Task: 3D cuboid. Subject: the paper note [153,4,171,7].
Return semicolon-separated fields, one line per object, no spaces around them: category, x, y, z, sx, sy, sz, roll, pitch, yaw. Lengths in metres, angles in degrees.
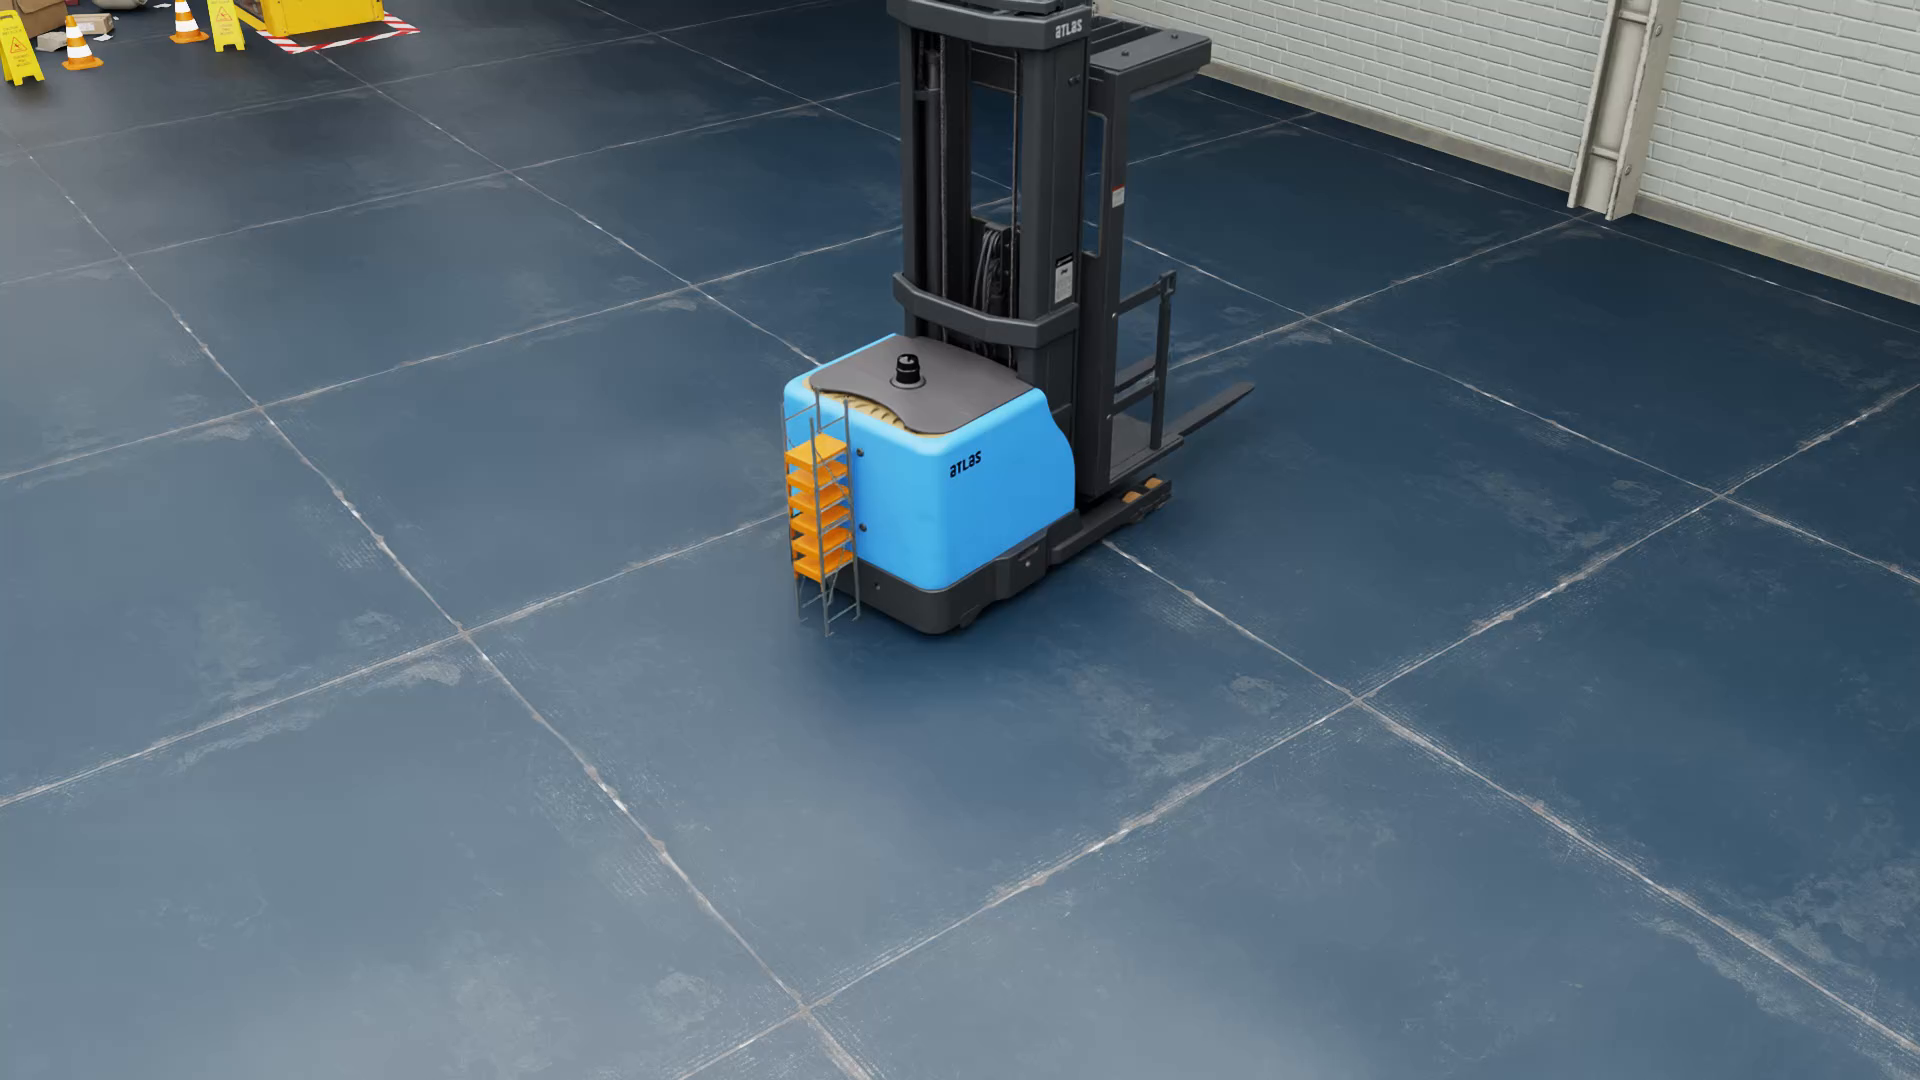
paper note;-8.671;-5.819;18.090;0.148;0.019;0.142;18;36;27

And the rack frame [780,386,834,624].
rack frame;-0.716;-0.147;7.842;0.006;1.200;0.240;24;41;33

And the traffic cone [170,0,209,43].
traffic cone;-7.886;-5.335;16.901;0.336;0.463;0.334;-22;38;-31

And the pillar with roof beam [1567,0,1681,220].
pillar with roof beam;1.559;-4.995;8.263;9.100;9.000;0.400;-22;38;-31

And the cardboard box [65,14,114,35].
cardboard box;-9.002;-5.332;17.194;0.380;0.149;0.250;-4;32;-7

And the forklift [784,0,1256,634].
forklift;0.496;-1.496;8.380;1.130;2.935;3.031;25;40;34

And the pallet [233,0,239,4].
pallet;-7.864;-6.356;18.784;1.003;0.211;1.213;-22;38;-31

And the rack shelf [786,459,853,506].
rack shelf;-0.649;-0.279;7.686;0.180;0.103;0.258;24;41;33

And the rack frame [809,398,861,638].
rack frame;-0.576;-0.084;7.741;0.006;1.200;0.240;24;41;33

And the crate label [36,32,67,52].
crate label;-9.085;-5.003;16.676;0.298;0.136;0.250;12;34;19

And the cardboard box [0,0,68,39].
cardboard box;-9.680;-5.503;17.134;0.637;0.503;0.797;6;32;10

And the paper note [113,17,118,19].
paper note;-8.972;-5.546;17.670;0.032;0.001;0.123;-22;38;-31

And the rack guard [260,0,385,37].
rack guard;-6.650;-5.621;17.326;1.175;0.500;0.348;-22;38;-31

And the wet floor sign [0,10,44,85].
wet floor sign;-8.869;-4.636;15.602;0.232;0.644;0.267;26;40;35

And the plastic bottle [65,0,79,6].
plastic bottle;-9.746;-5.925;18.232;0.133;0.061;0.283;-16;35;-23

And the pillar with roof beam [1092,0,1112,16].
pillar with roof beam;-2.121;-7.495;12.289;9.100;9.000;0.400;-22;38;-31

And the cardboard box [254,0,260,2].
cardboard box;-7.326;-5.921;17.649;0.500;0.250;0.500;-22;38;-32

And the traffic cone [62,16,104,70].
traffic cone;-8.554;-4.834;16.095;0.336;0.463;0.334;-22;38;-31

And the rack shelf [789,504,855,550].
rack shelf;-0.645;-0.078;7.816;0.180;0.103;0.258;24;41;33

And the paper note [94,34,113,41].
paper note;-8.755;-5.140;16.996;0.142;0.019;0.148;18;36;27

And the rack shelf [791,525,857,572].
rack shelf;-0.643;0.023;7.881;0.180;0.103;0.258;24;41;33

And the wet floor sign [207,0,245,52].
wet floor sign;-7.332;-5.225;16.552;0.267;0.644;0.232;-10;33;-15

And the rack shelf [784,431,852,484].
rack shelf;-0.651;-0.380;7.620;0.180;0.103;0.258;24;41;33

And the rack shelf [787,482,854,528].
rack shelf;-0.647;-0.179;7.751;0.180;0.103;0.258;24;41;33

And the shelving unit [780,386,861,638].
shelving unit;-0.646;-0.115;7.792;0.189;1.200;0.258;24;41;33

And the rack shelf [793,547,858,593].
rack shelf;-0.641;0.124;7.946;0.180;0.103;0.258;24;41;33

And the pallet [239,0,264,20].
pallet;-7.120;-5.848;17.966;1.003;0.211;1.213;-22;38;-31

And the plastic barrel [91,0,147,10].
plastic barrel;-9.065;-5.927;17.893;0.512;0.421;0.421;1;32;2
